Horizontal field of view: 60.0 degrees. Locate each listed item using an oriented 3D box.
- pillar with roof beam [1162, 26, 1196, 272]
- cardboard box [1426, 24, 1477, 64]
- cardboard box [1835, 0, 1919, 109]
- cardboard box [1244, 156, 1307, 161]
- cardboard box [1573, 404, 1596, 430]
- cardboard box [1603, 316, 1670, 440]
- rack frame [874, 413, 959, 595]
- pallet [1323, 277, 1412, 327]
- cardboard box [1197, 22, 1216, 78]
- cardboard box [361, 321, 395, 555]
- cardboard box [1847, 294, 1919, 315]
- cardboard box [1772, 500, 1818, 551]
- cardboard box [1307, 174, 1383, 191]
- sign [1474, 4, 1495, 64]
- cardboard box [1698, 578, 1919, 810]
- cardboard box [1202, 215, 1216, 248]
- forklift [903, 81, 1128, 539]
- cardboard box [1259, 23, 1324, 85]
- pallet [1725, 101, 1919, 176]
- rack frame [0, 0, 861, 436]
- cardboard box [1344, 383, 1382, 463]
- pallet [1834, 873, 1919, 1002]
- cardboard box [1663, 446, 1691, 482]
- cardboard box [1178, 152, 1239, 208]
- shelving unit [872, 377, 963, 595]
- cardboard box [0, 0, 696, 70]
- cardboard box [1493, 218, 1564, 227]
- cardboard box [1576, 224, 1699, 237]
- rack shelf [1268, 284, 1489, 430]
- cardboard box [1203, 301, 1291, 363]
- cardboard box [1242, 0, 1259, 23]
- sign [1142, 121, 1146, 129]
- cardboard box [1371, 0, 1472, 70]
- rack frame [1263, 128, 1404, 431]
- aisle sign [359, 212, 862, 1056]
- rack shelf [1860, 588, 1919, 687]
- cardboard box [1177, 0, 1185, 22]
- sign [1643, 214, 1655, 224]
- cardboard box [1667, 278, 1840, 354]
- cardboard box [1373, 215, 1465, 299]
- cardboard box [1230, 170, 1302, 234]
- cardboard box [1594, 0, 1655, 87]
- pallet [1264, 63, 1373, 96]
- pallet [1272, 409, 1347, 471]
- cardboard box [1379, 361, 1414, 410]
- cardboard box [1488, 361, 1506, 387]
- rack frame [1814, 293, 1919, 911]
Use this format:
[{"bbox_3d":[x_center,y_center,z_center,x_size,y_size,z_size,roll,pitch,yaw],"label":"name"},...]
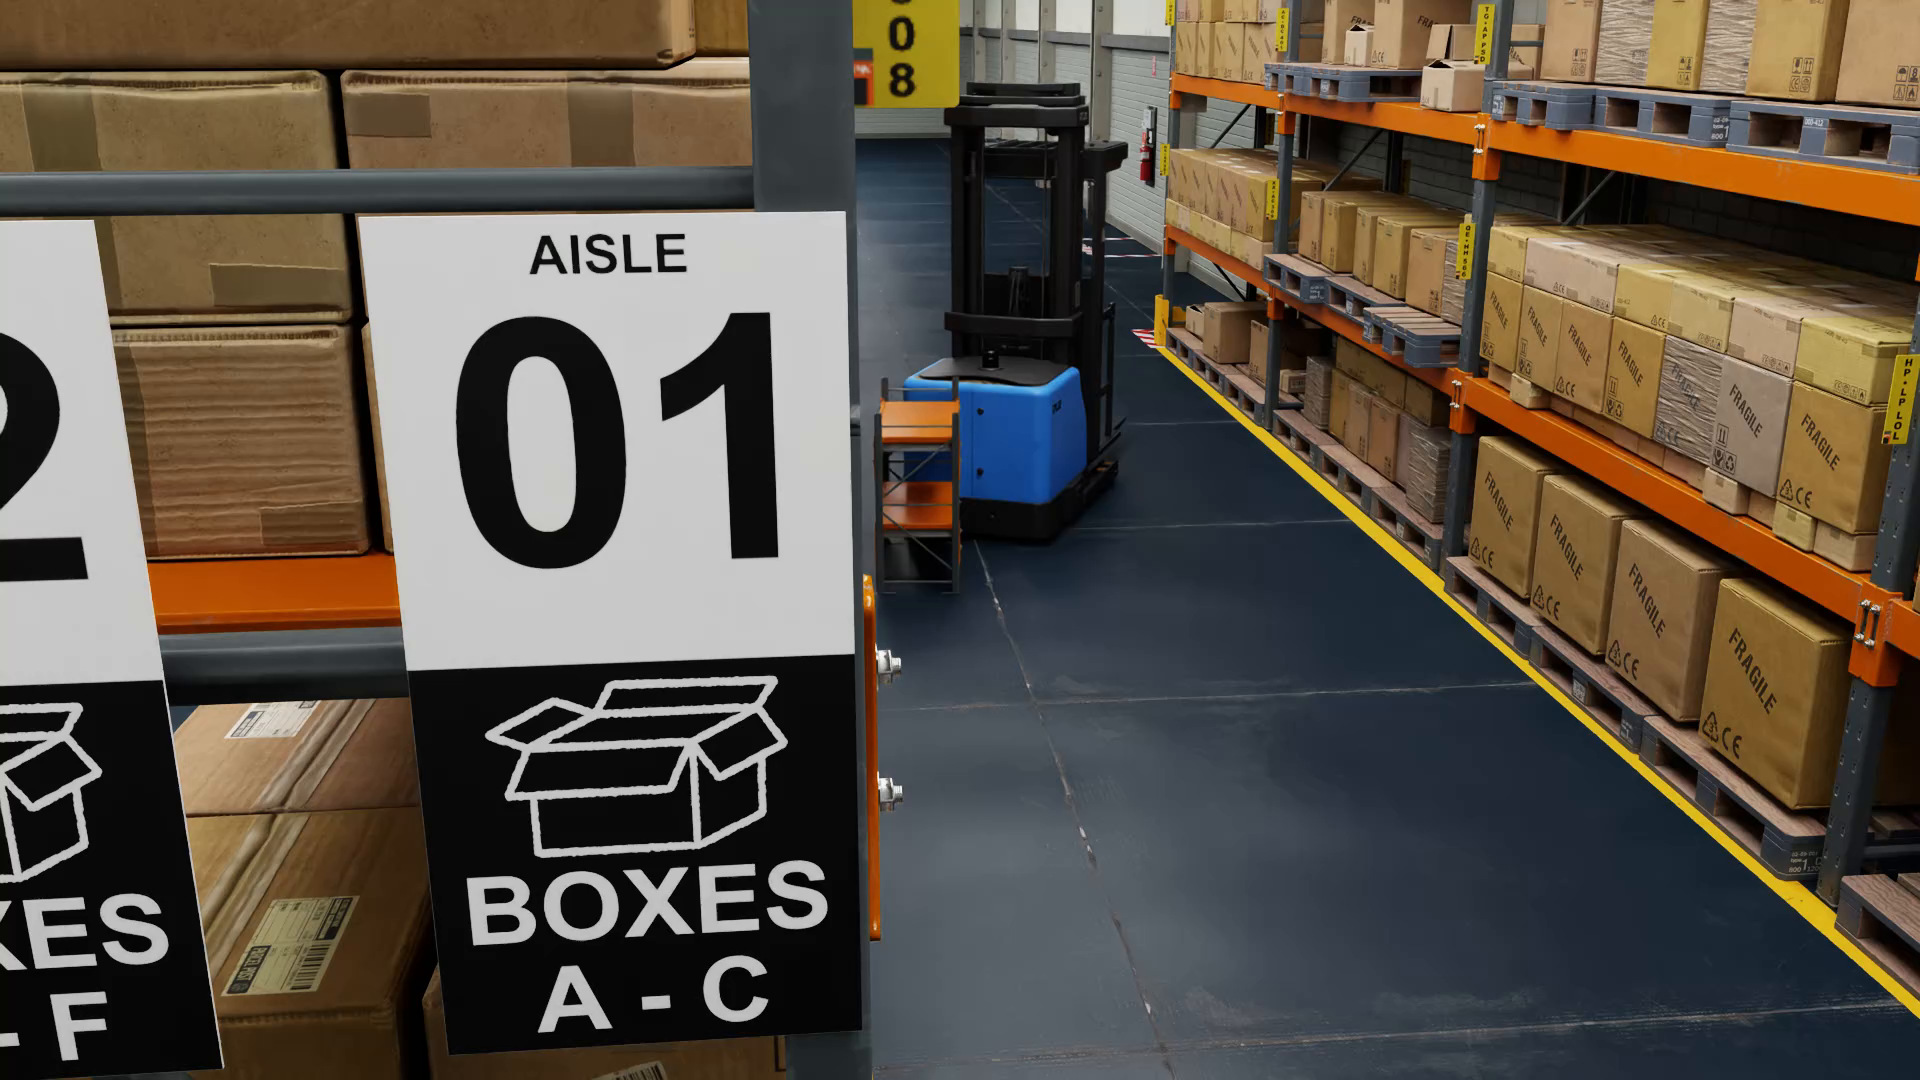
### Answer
[{"bbox_3d":[-1.282,-7.919,21.378,9.100,9.000,0.400,-2,18,-6],"label":"pillar with roof beam"},{"bbox_3d":[3.470,-3.079,10.765,0.797,0.503,0.637,1,17,2],"label":"cardboard box"},{"bbox_3d":[3.942,-1.963,6.513,0.700,0.500,0.500,-3,18,-9],"label":"cardboard box"},{"bbox_3d":[3.046,-3.442,16.097,0.500,0.500,0.500,-2,18,-7],"label":"cardboard box"},{"bbox_3d":[3.460,-0.680,8.720,0.380,0.149,0.250,-1,17,-4],"label":"cardboard box"},{"bbox_3d":[3.463,-0.788,7.982,0.500,0.500,0.500,-1,17,-4],"label":"cardboard box"},{"bbox_3d":[-0.254,-0.208,9.961,0.500,1.125,0.032,0,17,0],"label":"rack frame"},{"bbox_3d":[3.266,-1.697,11.896,1.003,0.211,1.213,-2,18,-6],"label":"pallet"},{"bbox_3d":[2.550,-4.649,15.770,0.500,0.500,0.500,-1,17,-3],"label":"cardboard box"},{"bbox_3d":[-0.390,-0.183,1.996,0.500,0.250,0.500,-2,18,-6],"label":"cardboard box"},{"bbox_3d":[4.075,-0.866,6.980,0.500,0.250,0.500,-2,17,-5],"label":"cardboard box"},{"bbox_3d":[3.558,-0.065,6.762,0.380,0.149,0.250,-1,17,-5],"label":"cardboard box"},{"bbox_3d":[3.258,-2.834,14.163,0.500,0.500,0.500,-2,18,-7],"label":"cardboard box"},{"bbox_3d":[2.971,-2.862,9.415,0.100,0.325,0.005,-2,18,-6],"label":"sign"},{"bbox_3d":[3.728,0.627,7.060,0.750,0.750,0.750,-2,17,-5],"label":"cardboard box"},{"bbox_3d":[2.585,-2.910,15.655,0.500,0.250,0.500,-2,18,-5],"label":"cardboard box"},{"bbox_3d":[0.559,-1.807,12.039,1.130,2.935,3.031,6,18,18],"label":"forklift"},{"bbox_3d":[2.801,-4.024,13.779,0.500,0.500,0.500,-1,17,-4],"label":"cardboard box"},{"bbox_3d":[3.780,-1.620,6.642,0.805,0.209,1.217,-2,18,-8],"label":"pallet"},{"bbox_3d":[-0.590,-1.525,1.011,1.000,3.000,0.127,-2,18,-6],"label":"rack frame"},{"bbox_3d":[3.307,-0.885,12.427,0.700,0.500,0.500,-2,17,-5],"label":"cardboard box"},{"bbox_3d":[3.925,1.551,5.885,1.003,0.211,1.213,-2,18,-6],"label":"pallet"},{"bbox_3d":[3.520,-0.370,7.735,0.380,0.149,0.250,-2,18,-7],"label":"cardboard box"},{"bbox_3d":[2.478,-3.581,16.539,0.500,0.500,0.500,-2,18,-5],"label":"cardboard box"},{"bbox_3d":[-0.257,-0.360,10.446,0.538,1.125,1.048,0,17,0],"label":"shelving unit"},{"bbox_3d":[-0.660,-0.771,1.782,0.700,0.500,0.500,-2,18,-6],"label":"cardboard box"},{"bbox_3d":[3.446,-1.869,10.139,0.380,0.149,0.250,-4,18,-13],"label":"cardboard box"},{"bbox_3d":[3.816,-1.630,9.413,0.500,0.250,0.500,-1,17,-4],"label":"cardboard box"},{"bbox_3d":[3.305,-1.453,11.999,1.077,0.370,4.000,-2,18,-6],"label":"rack shelf"},{"bbox_3d":[2.753,-2.002,15.986,0.700,0.500,0.500,-3,18,-9],"label":"cardboard box"},{"bbox_3d":[2.710,-4.662,14.143,0.500,0.500,0.500,-1,17,-3],"label":"cardboard box"},{"bbox_3d":[2.820,-6.363,25.494,0.001,0.109,0.331,-2,18,-6],"label":"sign"},{"bbox_3d":[3.203,-3.539,11.565,0.500,0.500,0.500,-2,18,-8],"label":"cardboard box"},{"bbox_3d":[3.099,-2.392,13.789,1.000,3.000,0.127,-2,18,-6],"label":"rack frame"},{"bbox_3d":[-0.291,0.108,1.485,0.394,0.787,0.004,-2,18,-6],"label":"aisle sign"},{"bbox_3d":[4.130,0.930,4.407,1.077,0.370,4.000,-2,18,-6],"label":"rack shelf"},{"bbox_3d":[2.485,-5.427,16.578,0.500,0.500,0.500,-3,18,-10],"label":"cardboard box"},{"bbox_3d":[4.063,-1.771,9.877,0.100,0.325,0.005,-2,18,-6],"label":"sign"},{"bbox_3d":[3.526,-1.002,7.410,0.500,0.250,0.500,-1,17,-5],"label":"cardboard box"},{"bbox_3d":[3.302,-1.968,11.537,0.700,0.500,0.500,-2,18,-6],"label":"cardboard box"},{"bbox_3d":[2.685,-2.968,14.587,0.500,0.500,0.500,-2,18,-6],"label":"cardboard box"},{"bbox_3d":[3.725,-2.590,8.511,0.700,0.500,0.500,-3,18,-9],"label":"cardboard box"},{"bbox_3d":[3.057,-3.546,12.771,1.213,0.211,1.003,-2,18,-6],"label":"pallet"},{"bbox_3d":[3.181,-0.830,13.468,1.003,0.211,1.213,-2,18,-6],"label":"pallet"},{"bbox_3d":[3.331,-1.113,11.902,0.500,0.250,0.500,-2,18,-6],"label":"cardboard box"},{"bbox_3d":[3.315,-0.985,9.692,0.380,0.149,0.250,-2,18,-6],"label":"cardboard box"},{"bbox_3d":[3.924,-0.009,6.197,1.000,3.000,0.127,-2,18,-6],"label":"rack frame"}]
